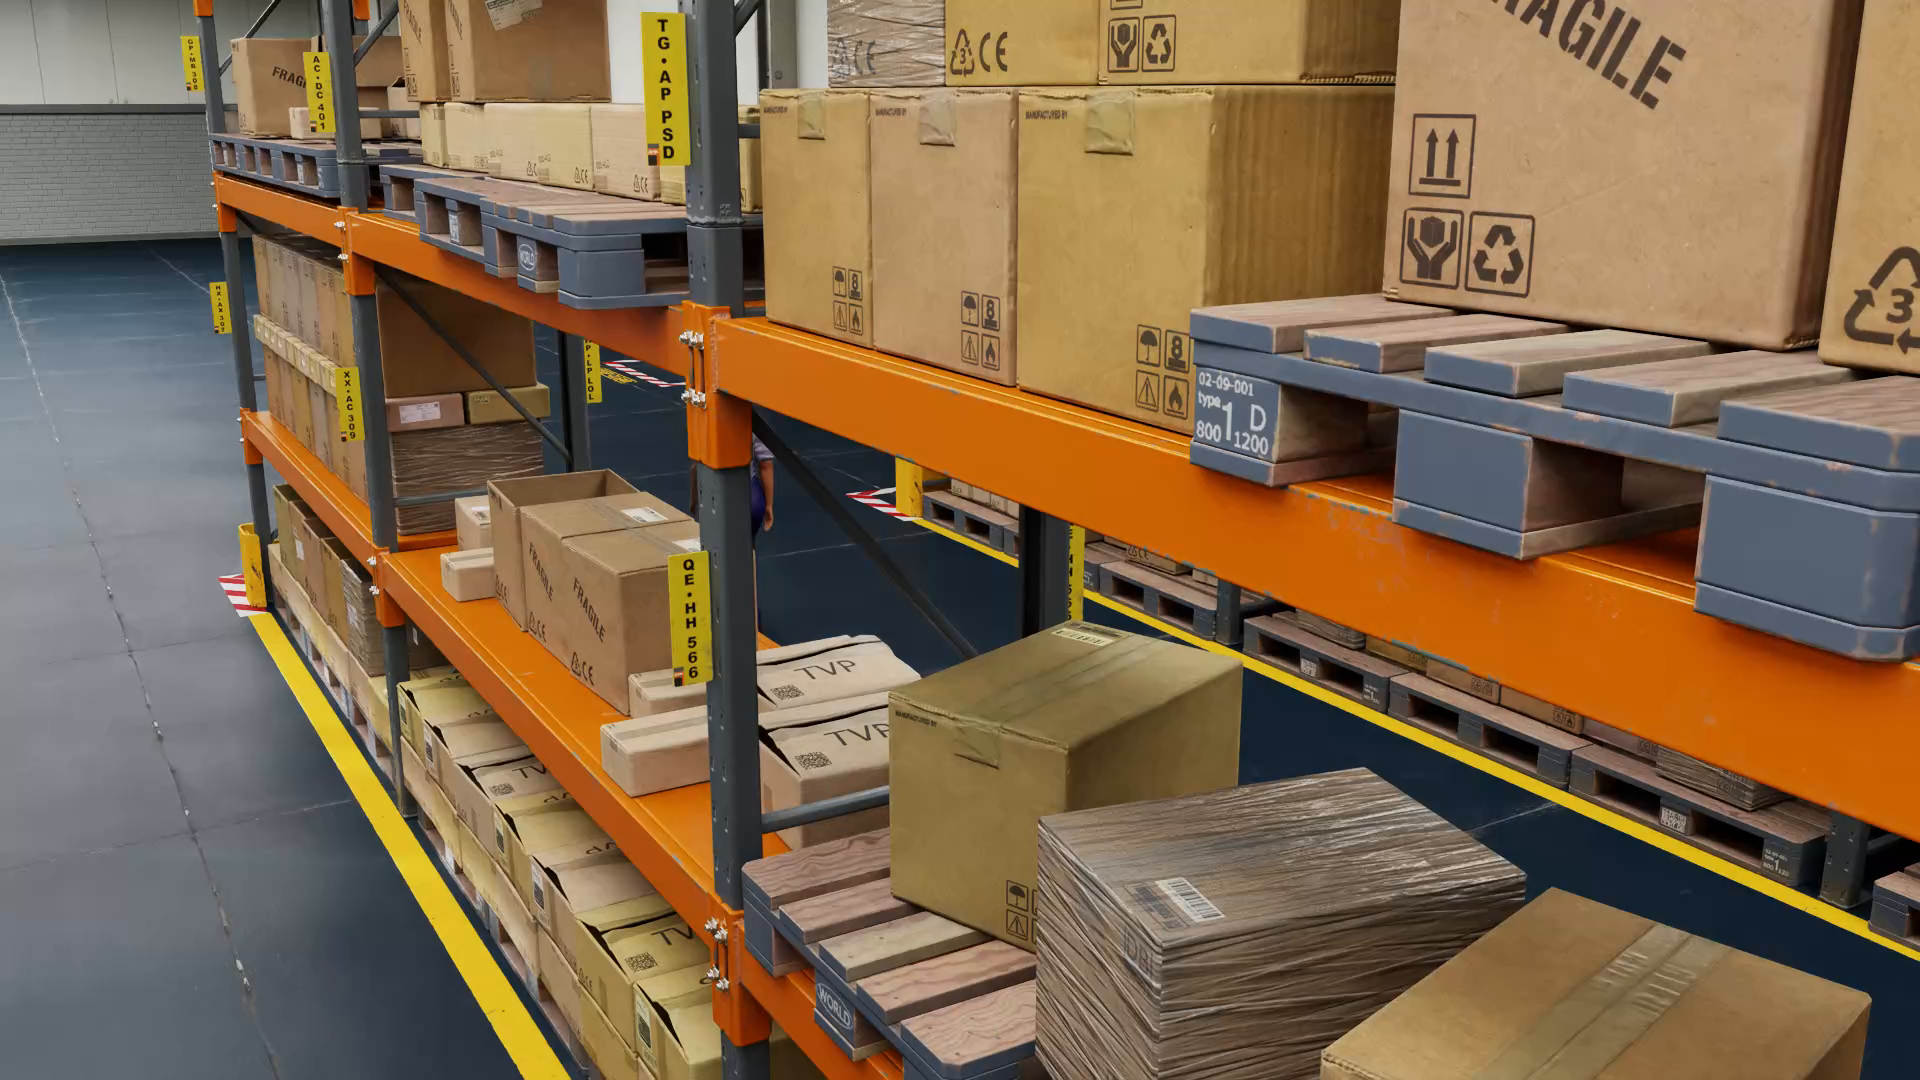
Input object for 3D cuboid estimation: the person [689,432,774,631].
[{"bbox_3d":[-1.438,-0.237,10.426,0.485,1.591,1.031,-9,17,-29],"label":"person"}]
